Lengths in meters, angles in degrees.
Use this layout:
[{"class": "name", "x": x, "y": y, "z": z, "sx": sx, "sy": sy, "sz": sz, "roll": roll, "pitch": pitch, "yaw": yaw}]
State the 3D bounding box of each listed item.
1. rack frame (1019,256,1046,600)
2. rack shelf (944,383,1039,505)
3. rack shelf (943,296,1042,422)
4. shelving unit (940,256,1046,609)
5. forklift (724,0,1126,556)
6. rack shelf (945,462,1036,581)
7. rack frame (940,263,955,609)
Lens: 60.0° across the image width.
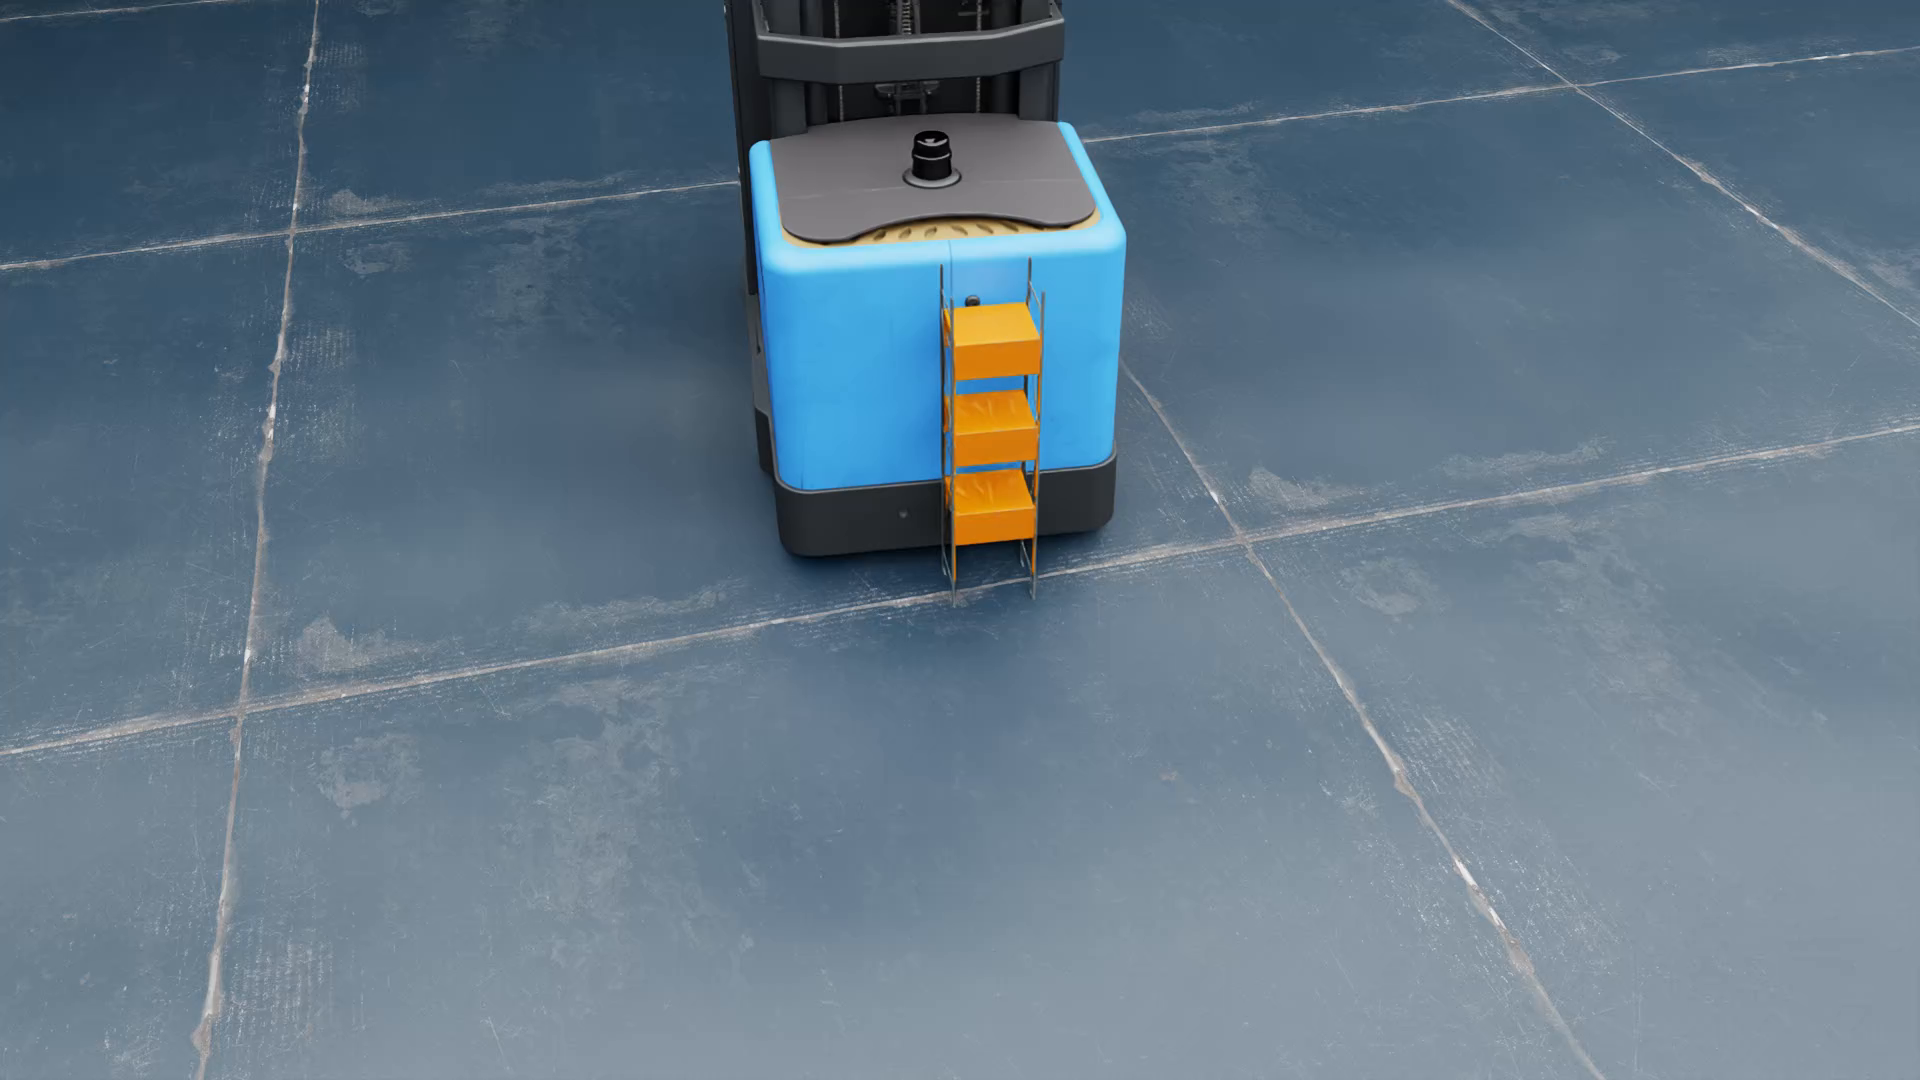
[{"class": "rack frame", "x": 0.205, "y": -0.296, "z": 4.773, "sx": 0.008, "sy": 1.050, "sz": 0.200, "roll": -6, "pitch": 38, "yaw": -8}, {"class": "rack shelf", "x": 0.085, "y": -0.275, "z": 4.763, "sx": 0.240, "sy": 0.259, "sz": 0.215, "roll": -6, "pitch": 38, "yaw": -8}, {"class": "rack shelf", "x": 0.085, "y": -0.501, "z": 4.591, "sx": 0.240, "sy": 0.259, "sz": 0.215, "roll": -6, "pitch": 38, "yaw": -8}, {"class": "shelving unit", "x": 0.085, "y": -0.284, "z": 4.757, "sx": 0.252, "sy": 1.050, "sz": 0.215, "roll": -6, "pitch": 38, "yaw": -8}, {"class": "forklift", "x": -0.249, "y": -2.005, "z": 5.458, "sx": 1.130, "sy": 2.935, "sz": 3.031, "roll": -5, "pitch": 38, "yaw": -7}, {"class": "rack shelf", "x": 0.085, "y": -0.055, "z": 4.932, "sx": 0.240, "sy": 0.259, "sz": 0.215, "roll": -6, "pitch": 38, "yaw": -8}, {"class": "rack frame", "x": -0.035, "y": -0.271, "z": 4.741, "sx": 0.008, "sy": 1.050, "sz": 0.200, "roll": -6, "pitch": 38, "yaw": -8}]
